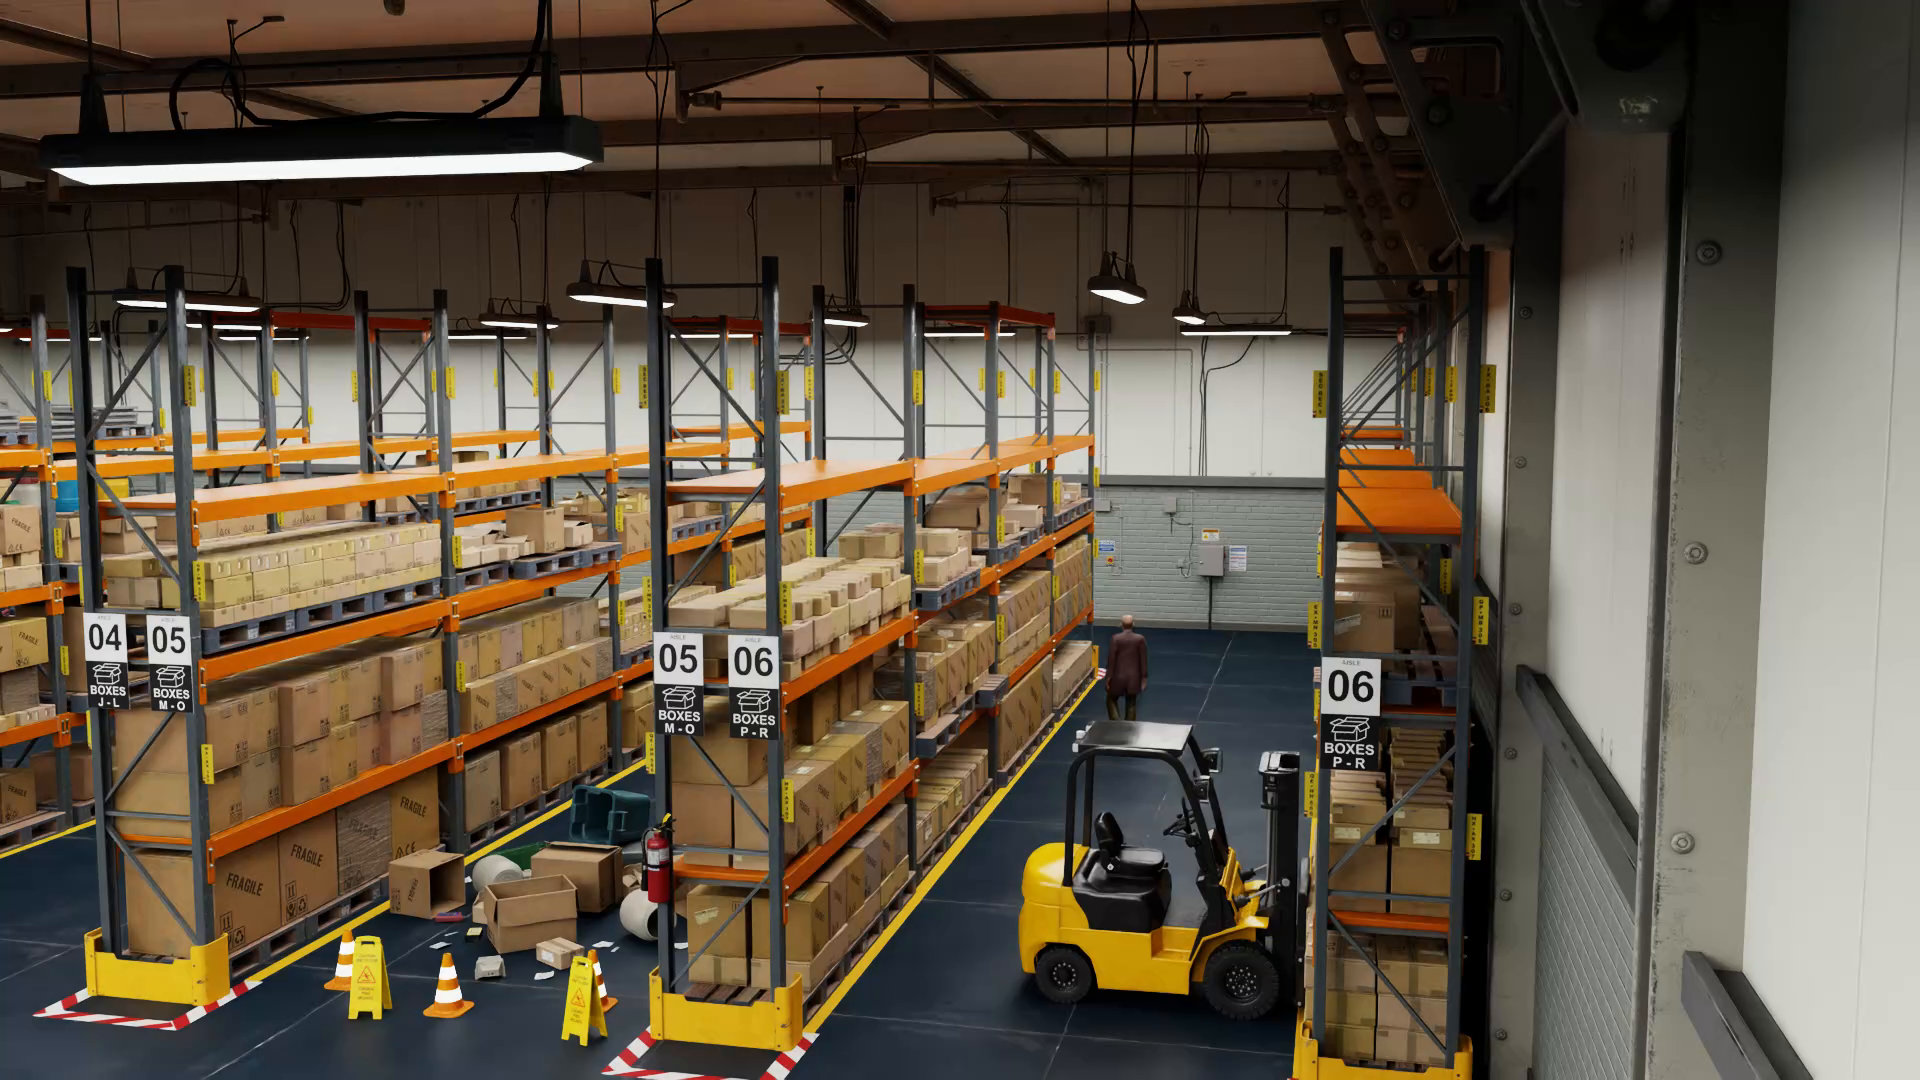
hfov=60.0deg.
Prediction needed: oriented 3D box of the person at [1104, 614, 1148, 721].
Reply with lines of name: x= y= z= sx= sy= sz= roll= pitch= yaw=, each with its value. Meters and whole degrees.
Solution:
person: x=2.324 y=1.940 z=23.265 sx=0.632 sy=1.808 sz=0.468 roll=-1 pitch=6 yaw=-11
